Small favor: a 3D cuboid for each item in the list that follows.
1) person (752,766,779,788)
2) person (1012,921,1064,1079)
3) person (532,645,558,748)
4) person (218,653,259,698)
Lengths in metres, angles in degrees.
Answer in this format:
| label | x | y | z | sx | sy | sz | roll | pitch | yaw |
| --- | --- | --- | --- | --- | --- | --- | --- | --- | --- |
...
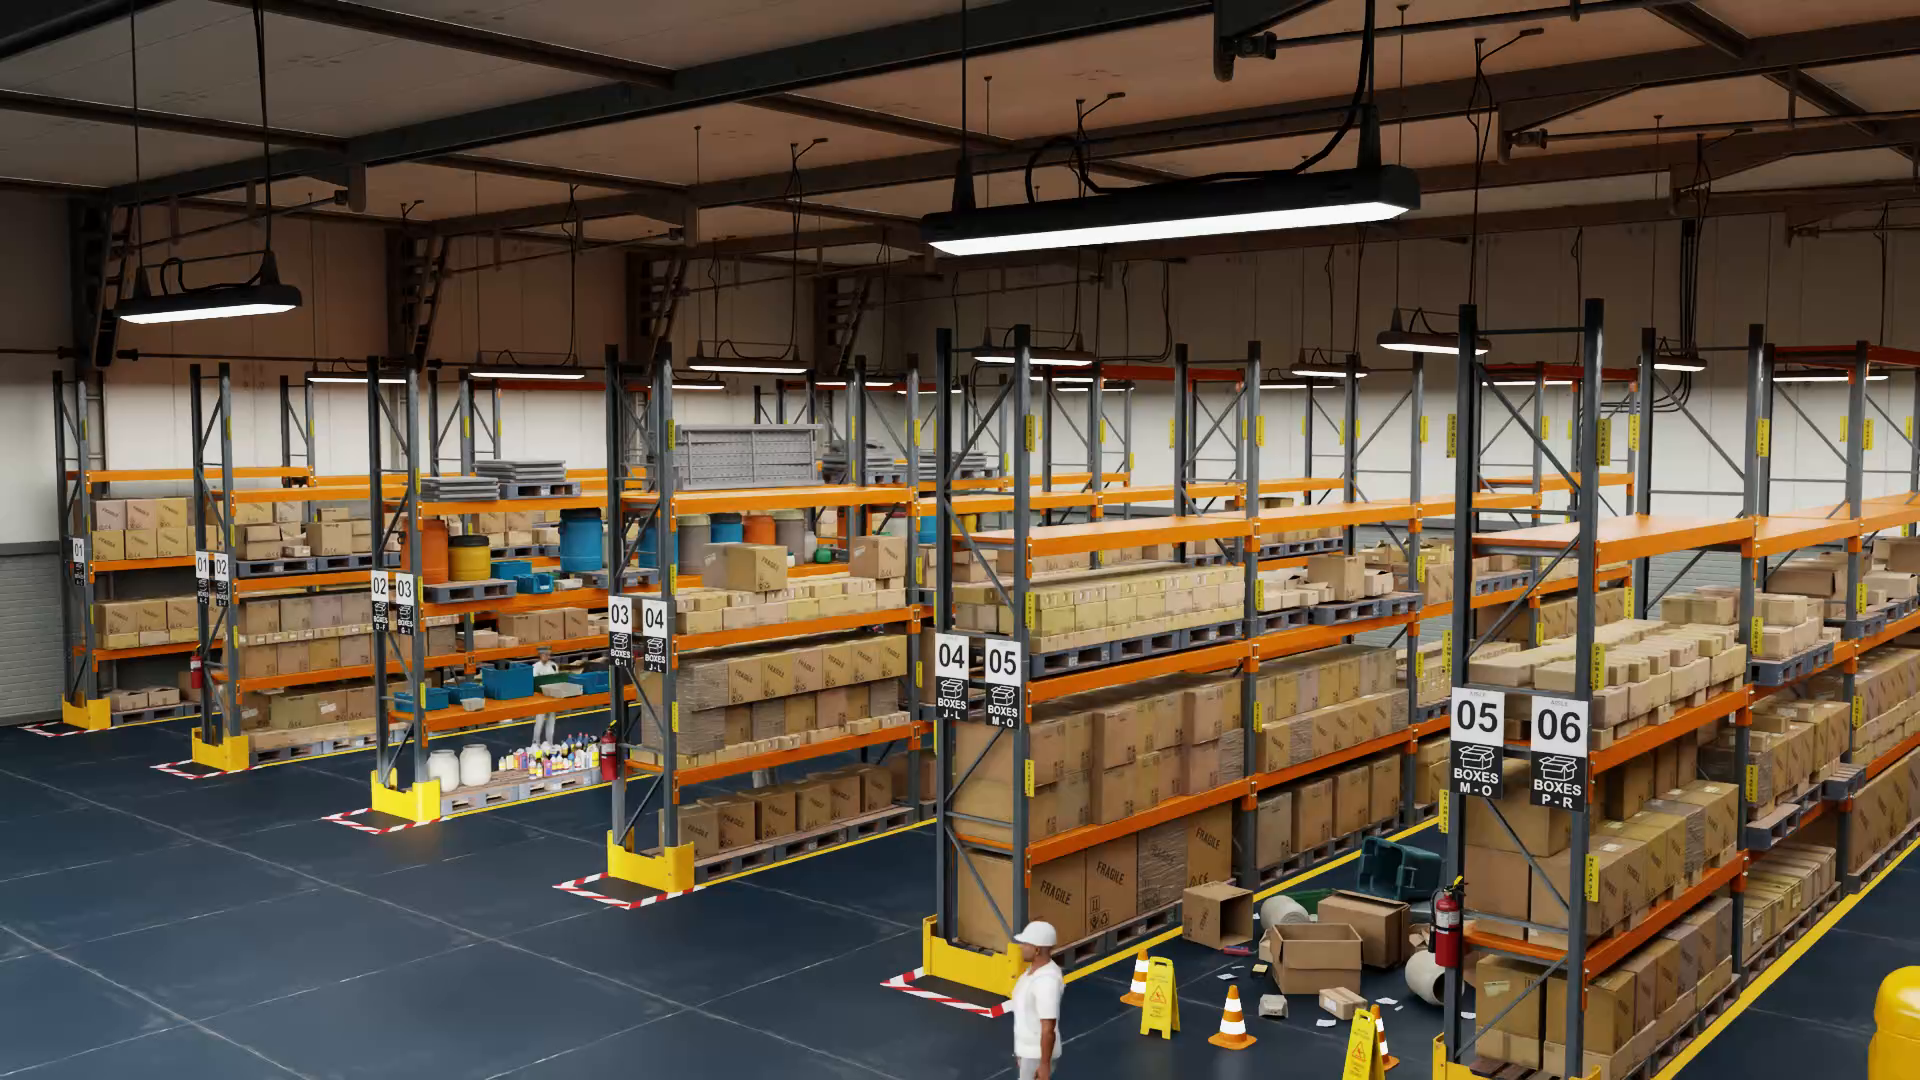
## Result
| label | x | y | z | sx | sy | sz | roll | pitch | yaw |
| --- | --- | --- | --- | --- | --- | --- | --- | --- | --- |
| person | -2.608 | 2.674 | 22.020 | 0.423 | 1.789 | 0.610 | 3 | 5 | 34 |
| person | 0.471 | 3.467 | 11.237 | 0.443 | 1.769 | 0.641 | 0 | 4 | -2 |
| person | -6.414 | 2.474 | 25.863 | 0.526 | 1.693 | 0.372 | -4 | 6 | -42 |
| person | -11.584 | 2.353 | 26.694 | 0.603 | 1.807 | 0.402 | -3 | 5 | -35 |
